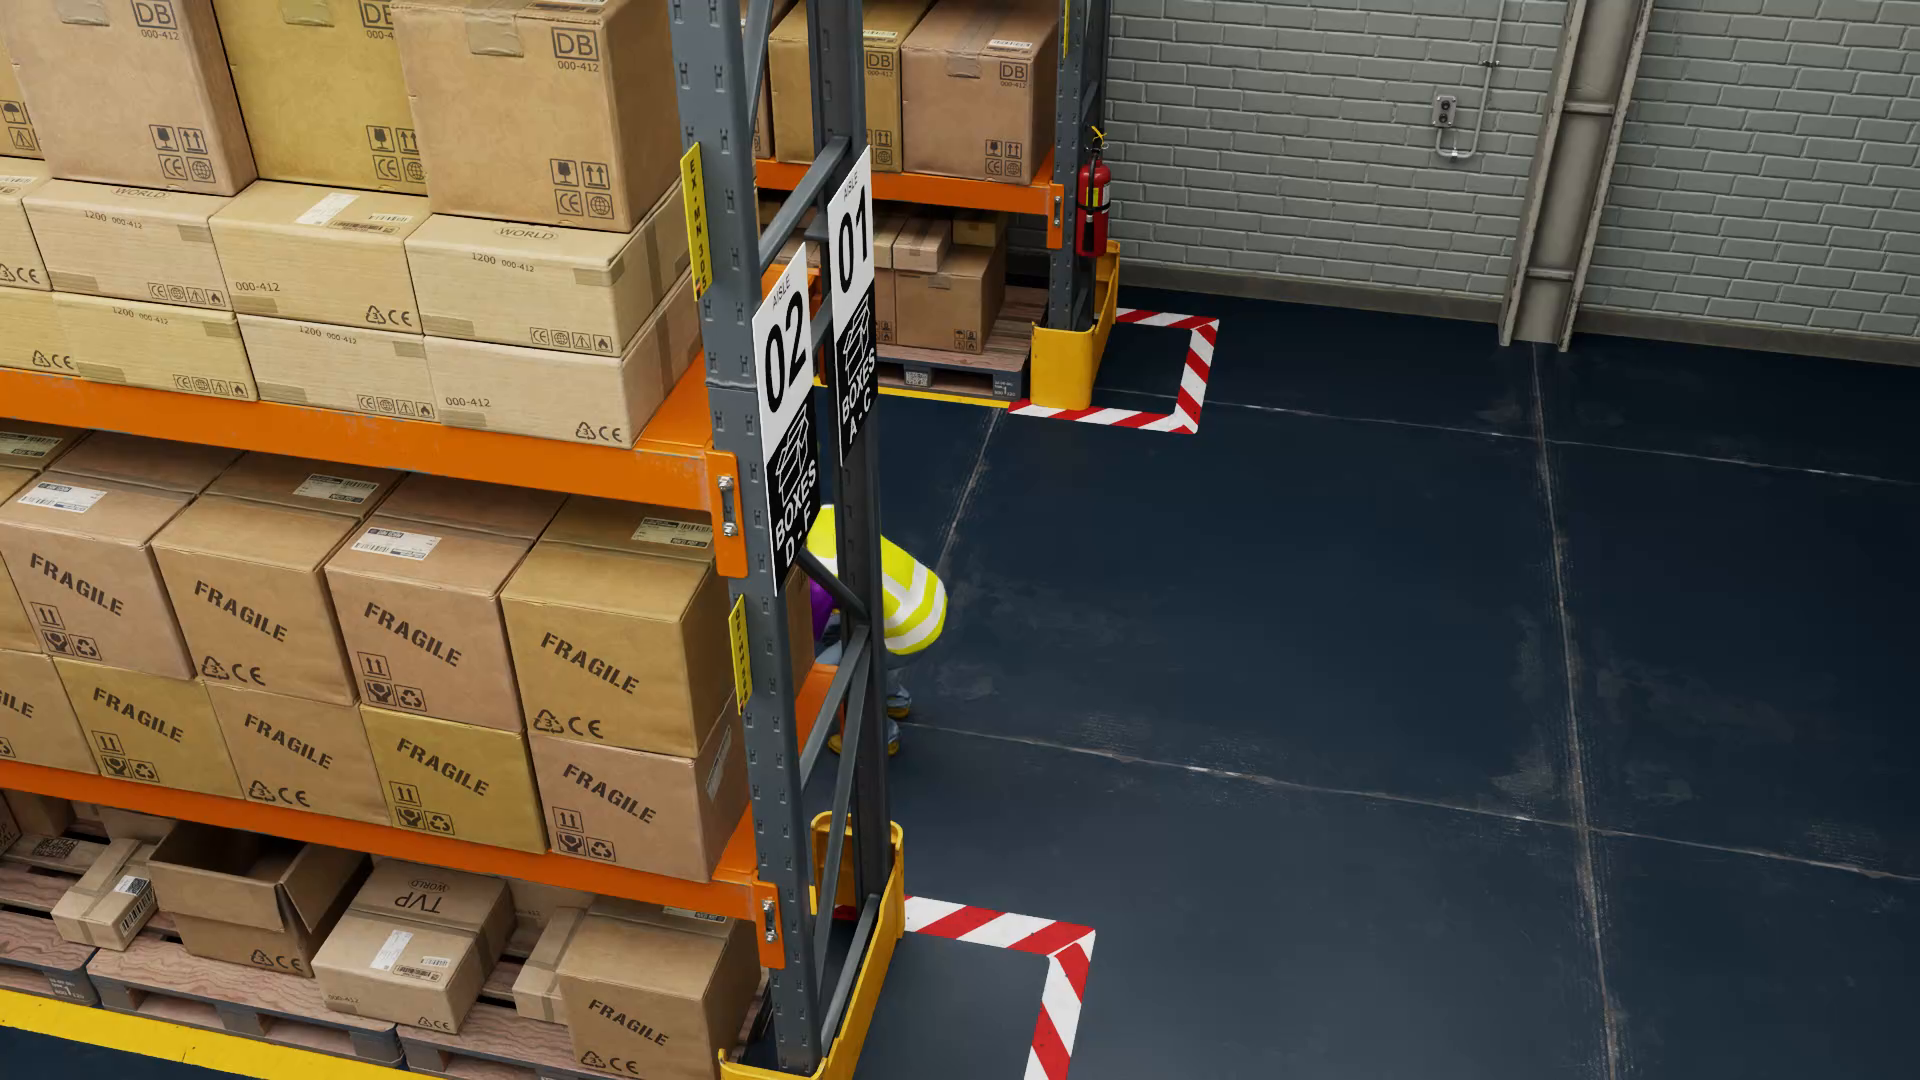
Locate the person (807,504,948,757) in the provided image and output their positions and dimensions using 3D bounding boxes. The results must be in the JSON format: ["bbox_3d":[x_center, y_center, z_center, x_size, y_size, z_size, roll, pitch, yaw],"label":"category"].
[{"bbox_3d":[-0.478,0.356,6.914,0.832,1.233,0.623,5,37,6],"label":"person"}]
